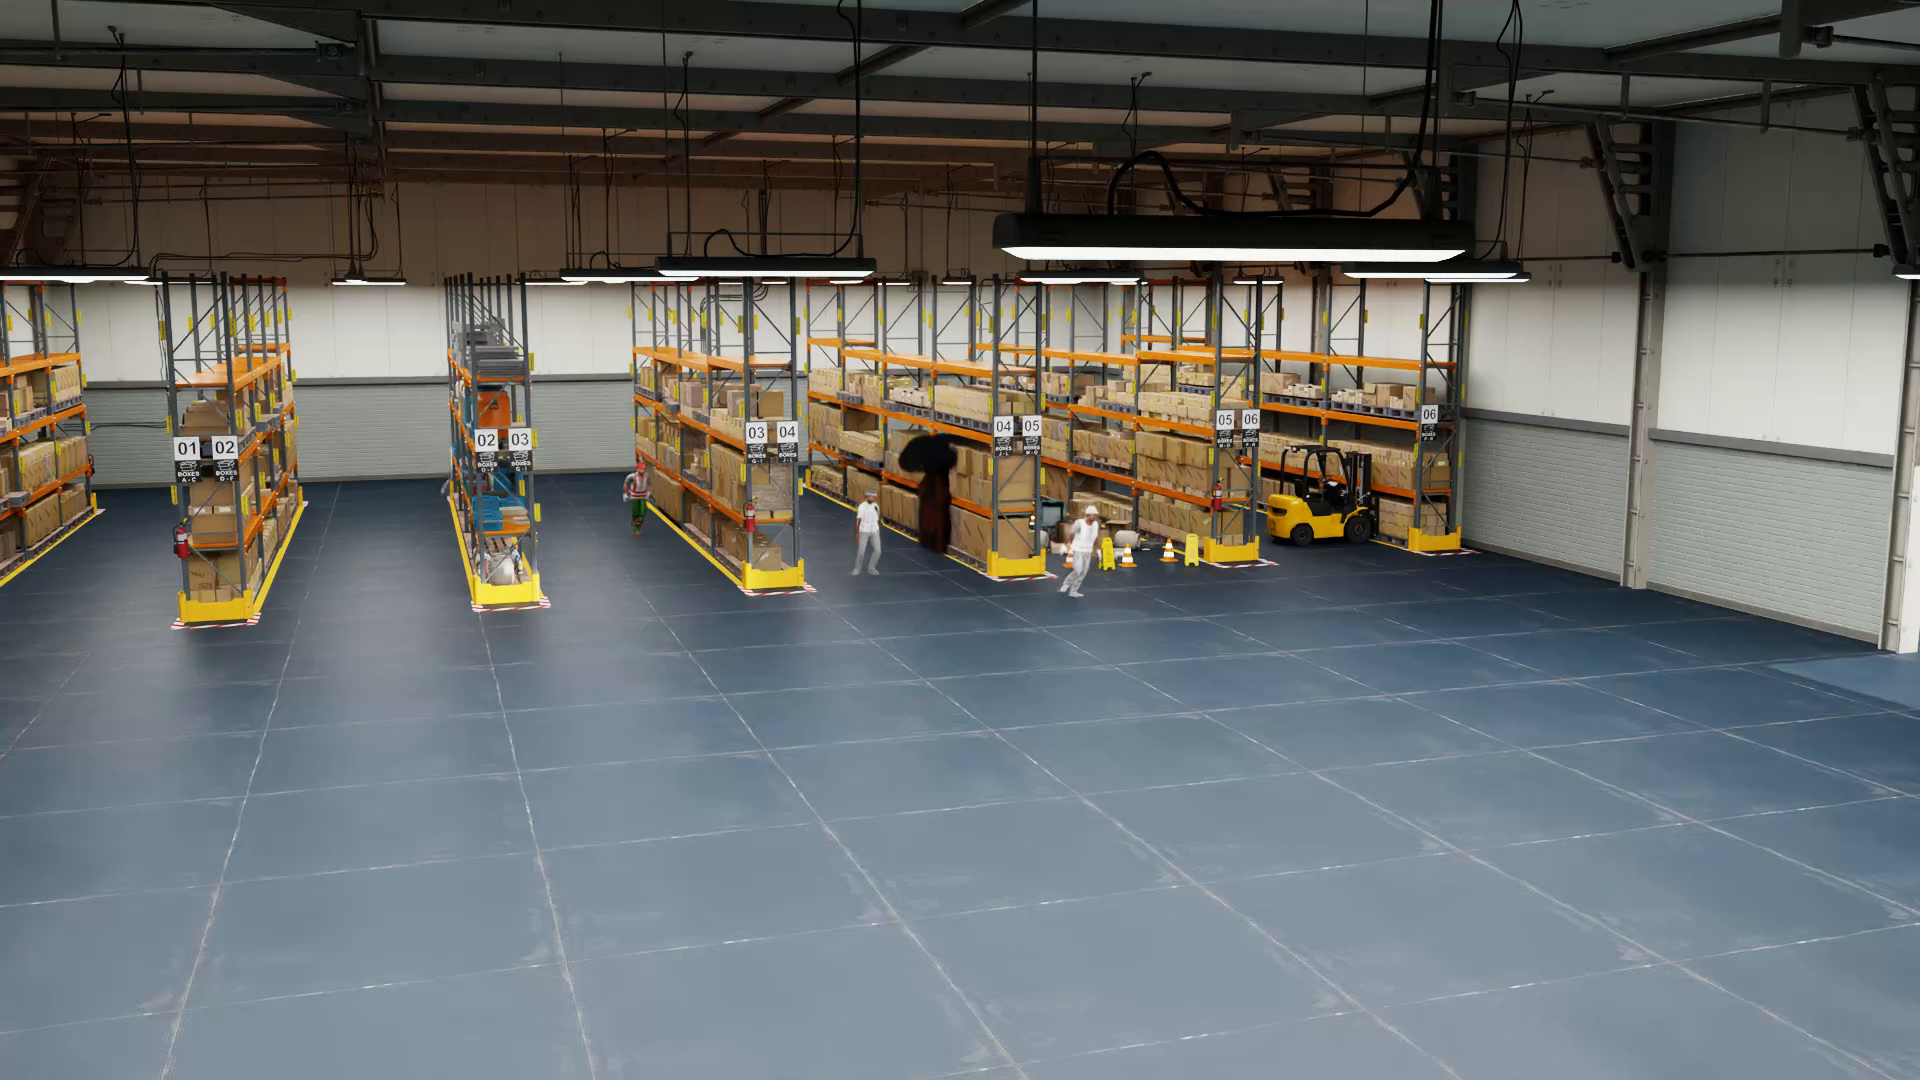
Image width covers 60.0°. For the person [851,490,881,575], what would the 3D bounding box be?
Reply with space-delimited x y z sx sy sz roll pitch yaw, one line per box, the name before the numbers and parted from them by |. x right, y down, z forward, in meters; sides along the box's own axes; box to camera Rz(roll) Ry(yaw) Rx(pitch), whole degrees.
person | -1.799 -0.151 31.811 0.551 1.635 0.496 -5 10 -29

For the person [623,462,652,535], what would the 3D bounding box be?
person | -7.539 -0.982 38.931 0.668 1.712 0.716 -5 10 -32

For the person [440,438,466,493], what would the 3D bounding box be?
person | -14.130 -2.076 46.515 0.839 1.599 0.632 1 9 3

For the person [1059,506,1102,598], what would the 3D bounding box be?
person | 2.256 0.218 30.923 0.711 1.731 0.620 -6 11 -36
